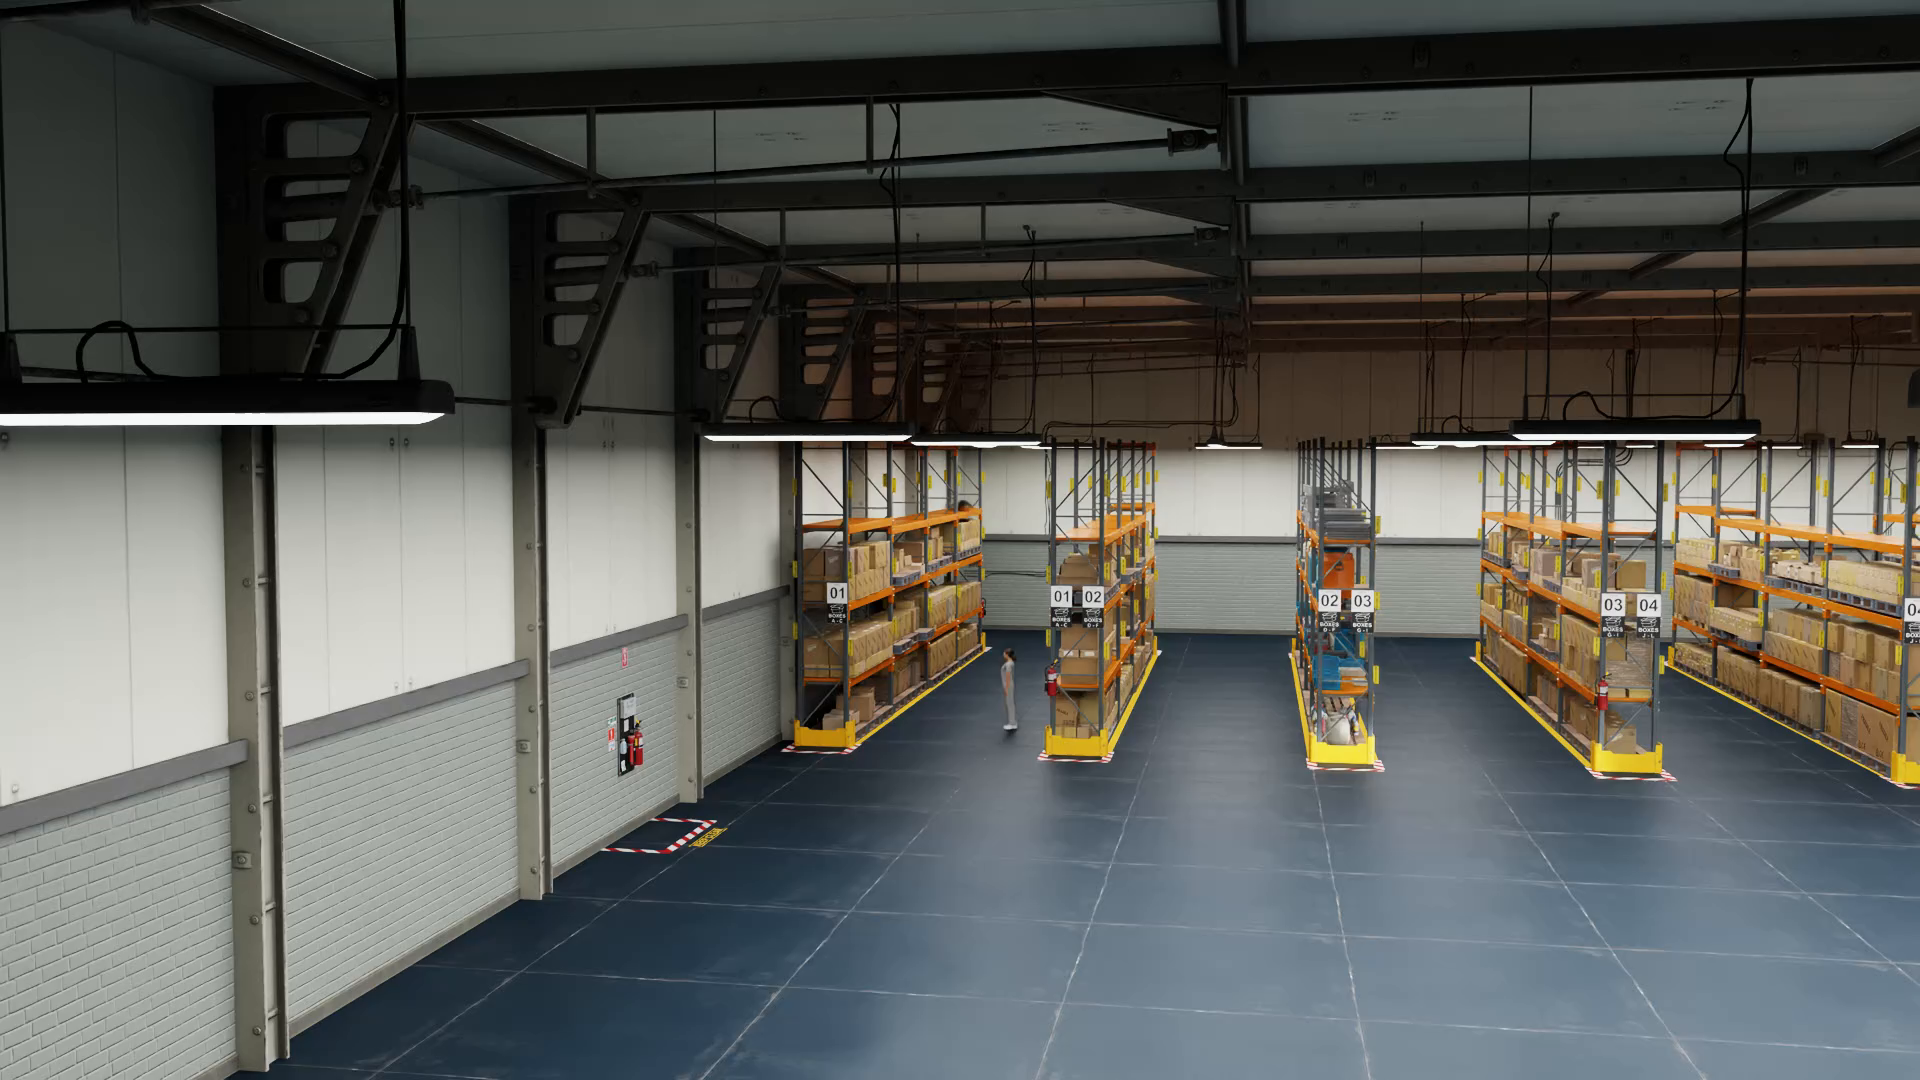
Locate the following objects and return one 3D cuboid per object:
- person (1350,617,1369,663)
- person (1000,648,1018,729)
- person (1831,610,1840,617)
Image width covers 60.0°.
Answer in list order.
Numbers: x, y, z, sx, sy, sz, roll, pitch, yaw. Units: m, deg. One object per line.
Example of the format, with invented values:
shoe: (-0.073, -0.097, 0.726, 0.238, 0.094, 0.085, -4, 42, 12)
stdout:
person: (10.821, 2.470, 45.064, 0.595, 1.723, 0.619, 1, 3, 26)
person: (1.010, 3.078, 34.332, 0.369, 1.709, 0.533, 0, 3, 4)
person: (22.018, 2.614, 41.870, 0.624, 1.822, 0.532, -1, 3, -16)
